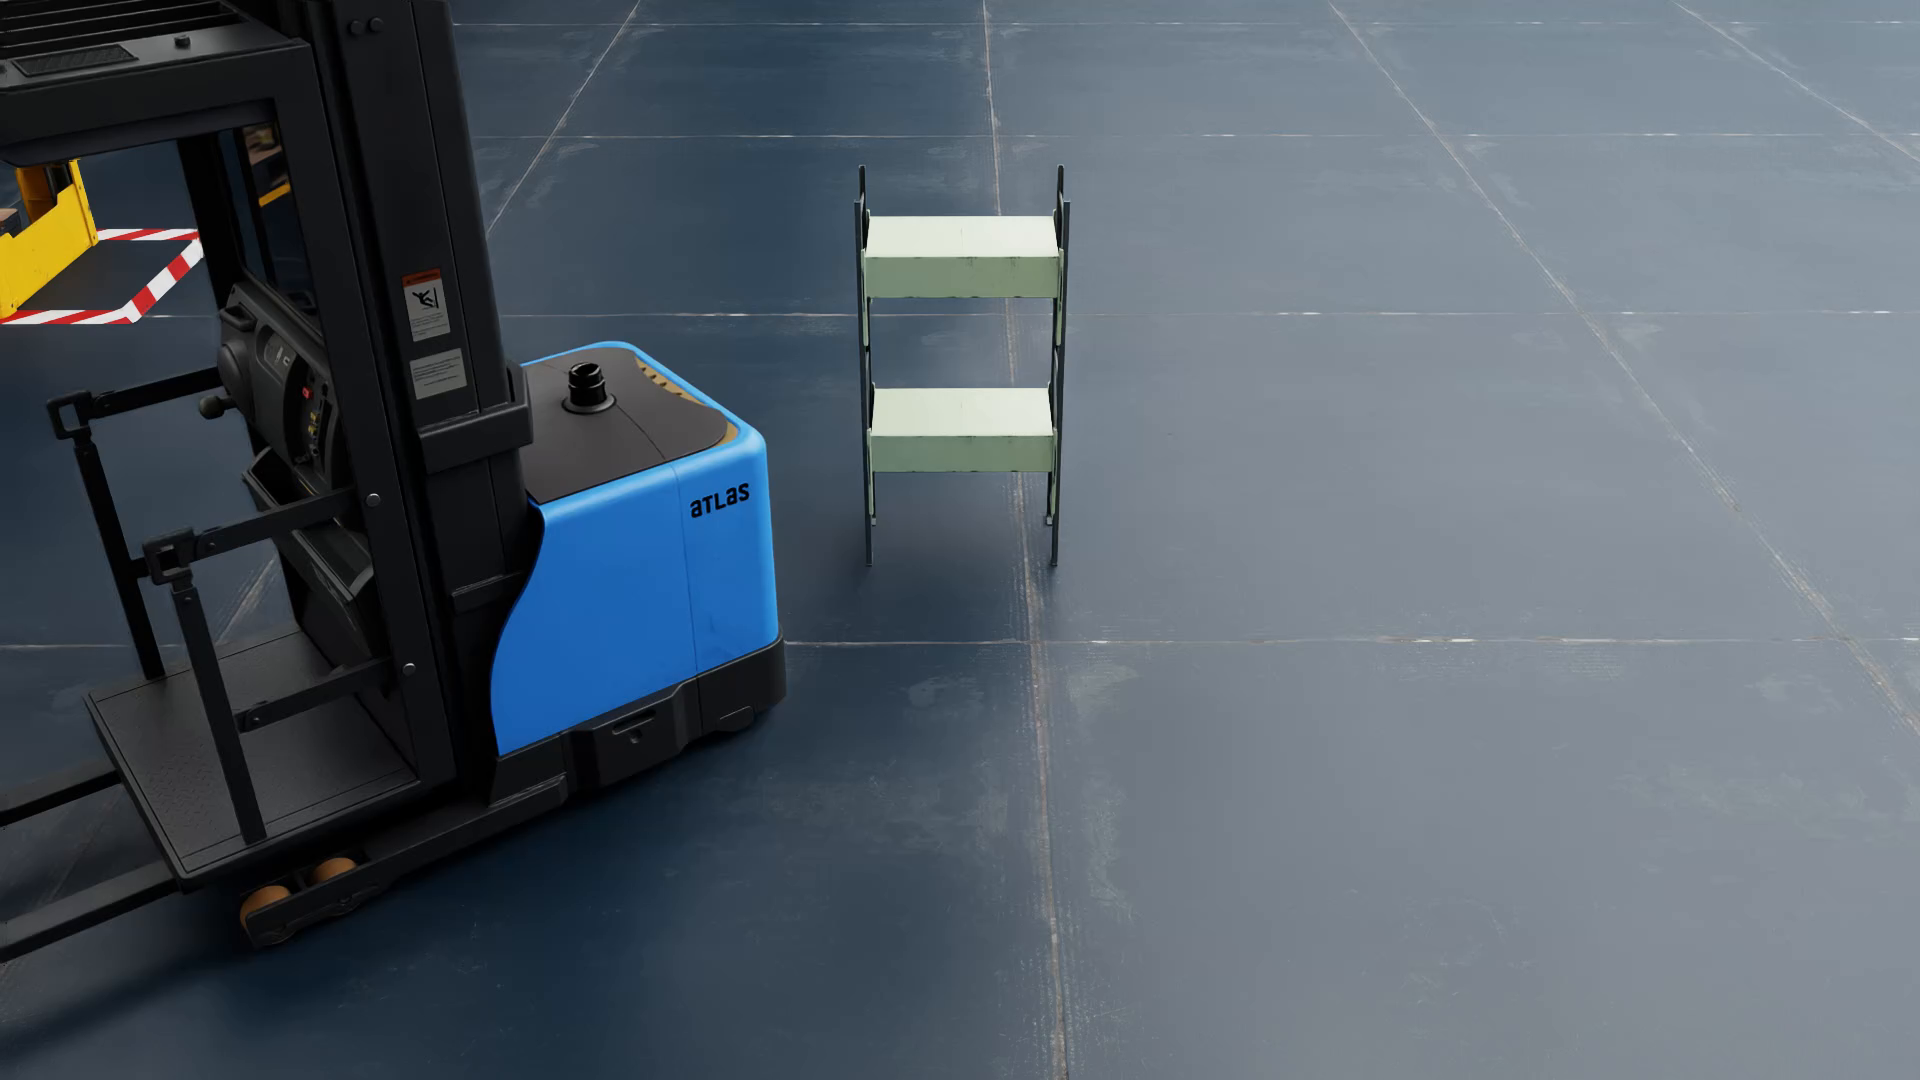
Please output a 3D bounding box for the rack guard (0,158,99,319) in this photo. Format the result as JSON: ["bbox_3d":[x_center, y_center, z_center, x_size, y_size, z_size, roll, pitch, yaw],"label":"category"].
[{"bbox_3d":[-5.131,-1.657,8.999,0.348,0.500,1.175,0,31,0],"label":"rack guard"}]

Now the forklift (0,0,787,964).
[{"bbox_3d":[-2.074,-0.393,4.572,3.031,2.935,1.130,-22,38,-32],"label":"forklift"}]

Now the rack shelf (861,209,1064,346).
[{"bbox_3d":[0.007,-0.975,6.159,0.720,0.370,0.431,0,31,0],"label":"rack shelf"}]

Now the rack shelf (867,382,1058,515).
[{"bbox_3d":[0.007,-0.363,6.530,0.720,0.370,0.431,0,31,0],"label":"rack shelf"}]

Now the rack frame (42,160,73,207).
[{"bbox_3d":[-5.055,-2.750,8.391,0.127,3.000,1.000,0,31,0],"label":"rack frame"}]

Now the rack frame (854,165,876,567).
[{"bbox_3d":[-0.359,-0.640,6.359,0.023,1.500,0.400,0,31,0],"label":"rack frame"}]

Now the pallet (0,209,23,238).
[{"bbox_3d":[-5.943,-1.533,9.074,1.213,0.211,1.003,0,31,0],"label":"pallet"}]

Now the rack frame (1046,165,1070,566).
[{"bbox_3d":[0.373,-0.642,6.363,0.023,1.500,0.400,0,31,0],"label":"rack frame"}]

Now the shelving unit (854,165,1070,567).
[{"bbox_3d":[0.007,-0.641,6.361,0.755,1.500,0.431,0,31,0],"label":"shelving unit"}]
